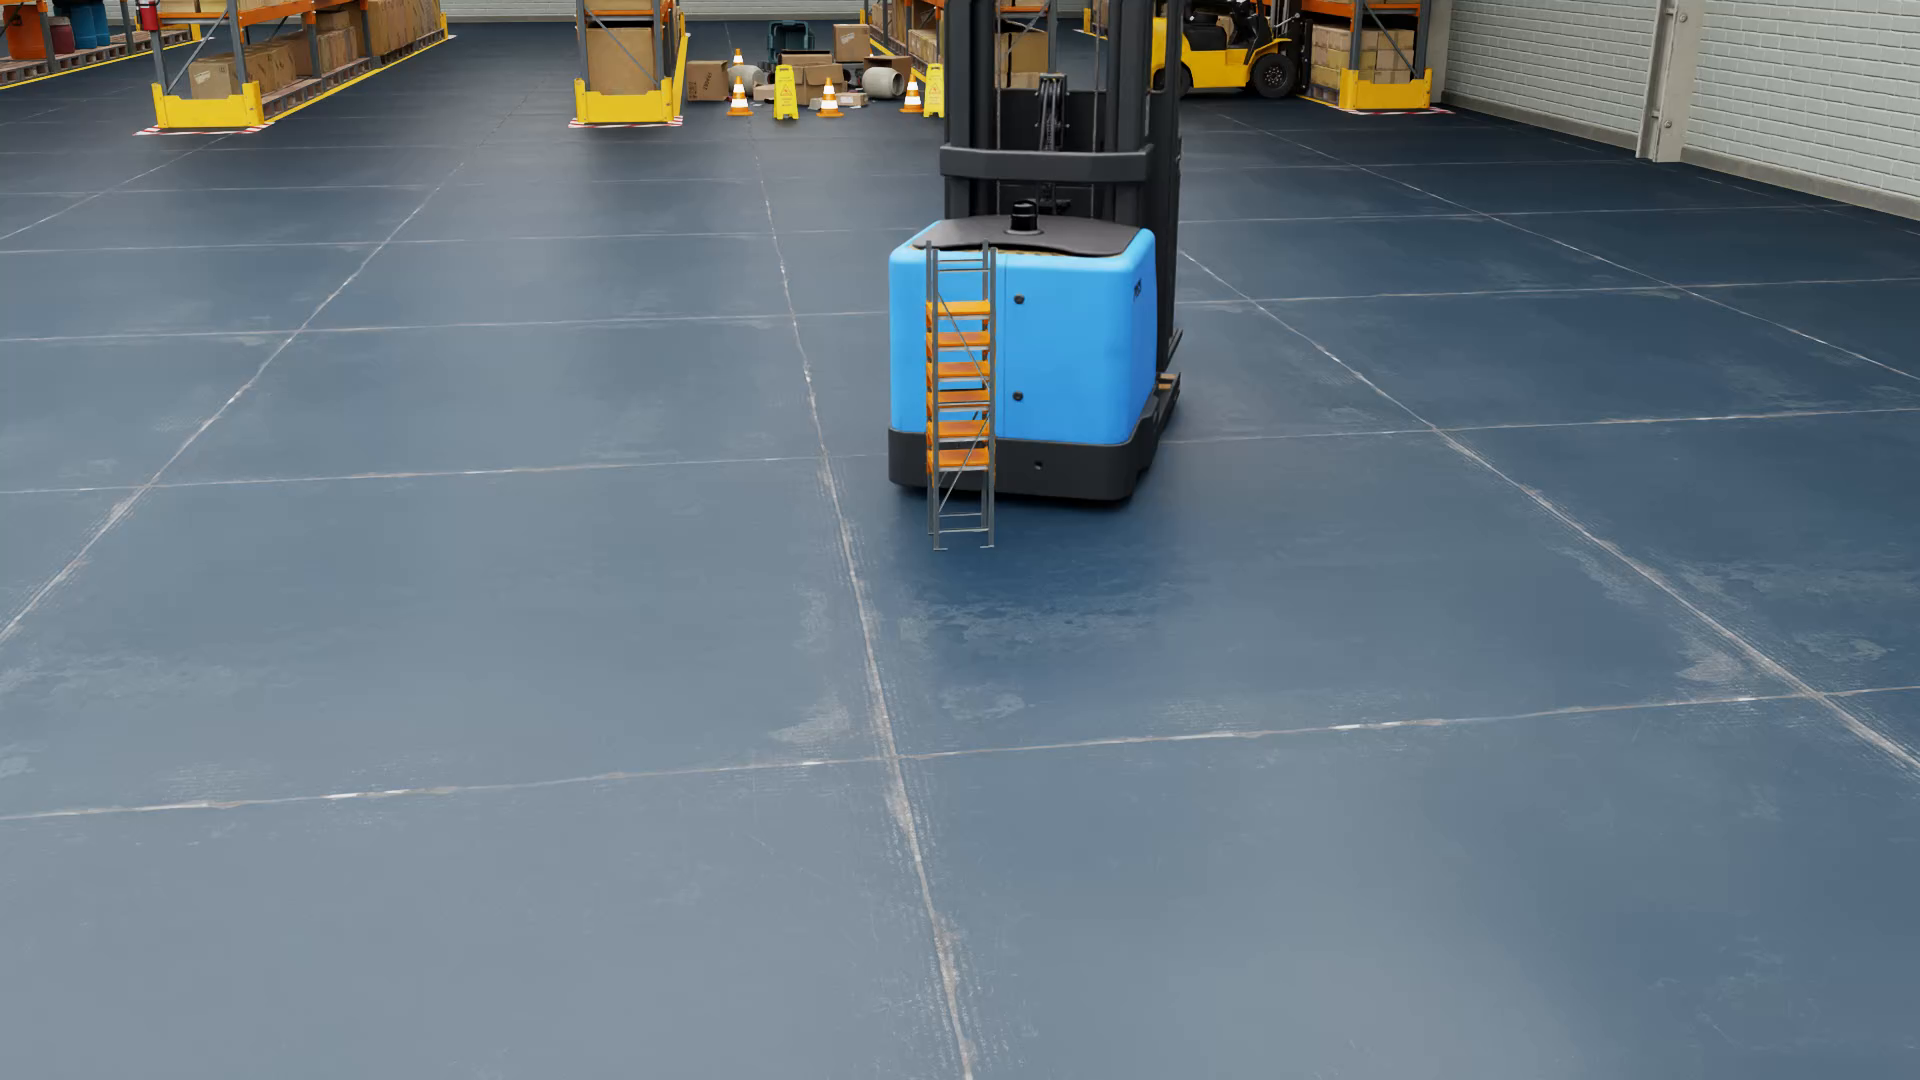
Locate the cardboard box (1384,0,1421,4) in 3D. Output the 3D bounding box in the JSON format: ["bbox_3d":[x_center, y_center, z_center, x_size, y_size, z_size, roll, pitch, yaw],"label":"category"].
[{"bbox_3d":[5.841,-7.402,22.106,0.500,0.500,0.500,-2,21,-6],"label":"cardboard box"}]

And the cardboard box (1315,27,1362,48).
[{"bbox_3d":[5.183,-6.867,22.716,0.500,0.250,0.500,-3,21,-7],"label":"cardboard box"}]

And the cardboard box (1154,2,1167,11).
[{"bbox_3d":[3.913,-10.154,31.661,0.380,0.149,0.250,-3,21,-8],"label":"cardboard box"}]

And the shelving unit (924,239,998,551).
[{"bbox_3d":[0.002,-0.557,6.493,0.258,1.200,0.189,-3,21,-8],"label":"shelving unit"}]

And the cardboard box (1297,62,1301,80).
[{"bbox_3d":[5.034,-6.751,23.833,0.500,0.250,0.500,-2,21,-6],"label":"cardboard box"}]

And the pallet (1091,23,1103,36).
[{"bbox_3d":[3.458,-11.101,36.137,1.003,0.211,1.213,-3,21,-8],"label":"pallet"}]

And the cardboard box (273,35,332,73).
[{"bbox_3d":[-9.775,-7.218,24.700,0.700,0.500,0.500,-3,21,-8],"label":"cardboard box"}]

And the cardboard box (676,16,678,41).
[{"bbox_3d":[-5.532,-9.571,31.027,0.500,0.500,0.500,-3,21,-9],"label":"cardboard box"}]

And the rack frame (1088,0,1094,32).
[{"bbox_3d":[3.331,-12.710,36.459,1.000,3.000,0.127,-3,21,-8],"label":"rack frame"}]

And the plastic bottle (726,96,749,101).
[{"bbox_3d":[-3.067,-6.091,22.936,0.283,0.061,0.133,-11,23,-26],"label":"plastic bottle"}]

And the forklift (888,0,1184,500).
[{"bbox_3d":[0.522,-2.021,7.937,1.130,2.935,3.031,5,21,12],"label":"forklift"}]

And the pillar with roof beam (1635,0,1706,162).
[{"bbox_3d":[3.034,-7.973,15.201,9.100,9.000,0.400,-3,21,-8],"label":"pillar with roof beam"}]

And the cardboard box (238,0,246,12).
[{"bbox_3d":[-8.903,-6.499,20.189,0.380,0.149,0.250,-3,21,-8],"label":"cardboard box"}]

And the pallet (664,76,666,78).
[{"bbox_3d":[-4.702,-6.445,23.671,1.003,0.211,1.213,-3,21,-8],"label":"pallet"}]

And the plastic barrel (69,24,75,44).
[{"bbox_3d":[-15.555,-8.721,28.733,0.421,0.512,0.421,0,20,0],"label":"plastic barrel"}]

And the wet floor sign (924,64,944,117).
[{"bbox_3d":[-0.306,-5.696,21.044,0.267,0.644,0.232,4,21,11],"label":"wet floor sign"}]

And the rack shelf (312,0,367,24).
[{"bbox_3d":[-9.946,-8.159,25.302,1.077,0.370,4.000,-3,21,-8],"label":"rack shelf"}]

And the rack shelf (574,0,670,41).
[{"bbox_3d":[-4.446,-6.989,22.171,1.077,0.370,4.000,-3,21,-8],"label":"rack shelf"}]

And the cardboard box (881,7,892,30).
[{"bbox_3d":[-1.118,-10.602,33.878,0.875,0.438,0.875,-4,21,-9],"label":"cardboard box"}]

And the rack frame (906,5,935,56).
[{"bbox_3d":[-0.427,-9.688,28.369,1.000,3.000,0.127,-3,21,-8],"label":"rack frame"}]

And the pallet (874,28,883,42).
[{"bbox_3d":[-1.215,-10.457,34.414,1.003,0.211,1.213,-3,21,-8],"label":"pallet"}]

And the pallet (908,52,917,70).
[{"bbox_3d":[-0.316,-8.111,28.132,1.003,0.211,1.213,-3,21,-8],"label":"pallet"}]

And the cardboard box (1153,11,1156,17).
[{"bbox_3d":[3.909,-9.815,31.680,0.500,0.500,0.500,-4,21,-9],"label":"cardboard box"}]

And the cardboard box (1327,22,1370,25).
[{"bbox_3d":[5.551,-7.247,23.734,0.500,0.250,0.500,-3,21,-9],"label":"cardboard box"}]

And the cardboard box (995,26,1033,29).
[{"bbox_3d":[0.735,-6.835,22.986,0.500,0.500,0.500,-3,21,-7],"label":"cardboard box"}]

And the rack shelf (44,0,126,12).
[{"bbox_3d":[-15.423,-9.294,28.342,1.077,0.370,4.000,-3,21,-8],"label":"rack shelf"}]

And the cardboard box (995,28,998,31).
[{"bbox_3d":[0.274,-6.623,22.420,0.500,0.500,0.500,-2,21,-6],"label":"cardboard box"}]

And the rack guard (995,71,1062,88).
[{"bbox_3d":[0.715,-5.774,21.461,1.175,0.500,0.348,-3,21,-8],"label":"rack guard"}]

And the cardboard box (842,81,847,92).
[{"bbox_3d":[-1.857,-6.632,24.094,0.396,0.266,0.258,17,27,39],"label":"cardboard box"}]

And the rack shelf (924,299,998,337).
[{"bbox_3d":[0.002,-0.853,6.382,0.258,0.103,0.180,-3,21,-8],"label":"rack shelf"}]

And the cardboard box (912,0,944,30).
[{"bbox_3d":[-0.445,-9.133,29.319,0.875,0.875,0.875,-3,21,-8],"label":"cardboard box"}]

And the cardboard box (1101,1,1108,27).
[{"bbox_3d":[3.410,-11.221,35.445,0.700,0.500,0.500,-2,21,-6],"label":"cardboard box"}]

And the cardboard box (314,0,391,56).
[{"bbox_3d":[-10.313,-8.630,27.971,1.225,0.875,0.875,-4,21,-10],"label":"cardboard box"}]

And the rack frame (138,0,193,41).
[{"bbox_3d":[-16.288,-11.709,33.778,1.000,3.000,0.127,-3,21,-8],"label":"rack frame"}]

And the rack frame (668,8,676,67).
[{"bbox_3d":[-5.311,-9.404,27.607,1.000,3.000,0.127,-3,21,-8],"label":"rack frame"}]

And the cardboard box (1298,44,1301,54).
[{"bbox_3d":[5.032,-6.991,23.762,0.500,0.250,0.500,-3,21,-8],"label":"cardboard box"}]

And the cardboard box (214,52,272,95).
[{"bbox_3d":[-9.346,-6.084,21.692,0.500,0.500,0.500,-1,21,-3],"label":"cardboard box"}]

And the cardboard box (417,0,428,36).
[{"bbox_3d":[-10.956,-10.319,32.494,0.875,0.875,0.875,-3,21,-8],"label":"cardboard box"}]

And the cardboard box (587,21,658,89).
[{"bbox_3d":[-4.450,-6.371,21.924,0.875,0.875,0.875,-3,21,-9],"label":"cardboard box"}]

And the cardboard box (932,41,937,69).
[{"bbox_3d":[0.071,-7.451,25.533,0.950,0.372,0.625,-3,21,-7],"label":"cardboard box"}]

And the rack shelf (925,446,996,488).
[{"bbox_3d":[0.002,-0.291,6.592,0.258,0.103,0.180,-3,21,-8],"label":"rack shelf"}]

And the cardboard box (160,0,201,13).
[{"bbox_3d":[-9.326,-6.389,19.895,0.380,0.149,0.250,-3,21,-8],"label":"cardboard box"}]

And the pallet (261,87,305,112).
[{"bbox_3d":[-9.346,-5.843,22.059,1.003,0.211,1.213,-3,21,-8],"label":"pallet"}]

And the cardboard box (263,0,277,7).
[{"bbox_3d":[-9.006,-6.936,21.358,0.380,0.149,0.250,-3,21,-8],"label":"cardboard box"}]

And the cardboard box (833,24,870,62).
[{"bbox_3d":[-1.608,-7.387,24.697,0.500,0.500,0.500,-3,21,-8],"label":"cardboard box"}]

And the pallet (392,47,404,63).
[{"bbox_3d":[-10.445,-8.580,29.388,1.003,0.211,1.213,-3,21,-8],"label":"pallet"}]

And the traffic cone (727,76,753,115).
[{"bbox_3d":[-2.829,-5.701,21.319,0.336,0.463,0.334,-3,21,-8],"label":"traffic cone"}]

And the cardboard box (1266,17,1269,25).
[{"bbox_3d":[4.820,-7.749,25.076,0.500,0.250,0.500,-3,21,-9],"label":"cardboard box"}]

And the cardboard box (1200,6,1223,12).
[{"bbox_3d":[4.590,-9.641,30.288,0.380,0.149,0.250,-3,21,-7],"label":"cardboard box"}]
